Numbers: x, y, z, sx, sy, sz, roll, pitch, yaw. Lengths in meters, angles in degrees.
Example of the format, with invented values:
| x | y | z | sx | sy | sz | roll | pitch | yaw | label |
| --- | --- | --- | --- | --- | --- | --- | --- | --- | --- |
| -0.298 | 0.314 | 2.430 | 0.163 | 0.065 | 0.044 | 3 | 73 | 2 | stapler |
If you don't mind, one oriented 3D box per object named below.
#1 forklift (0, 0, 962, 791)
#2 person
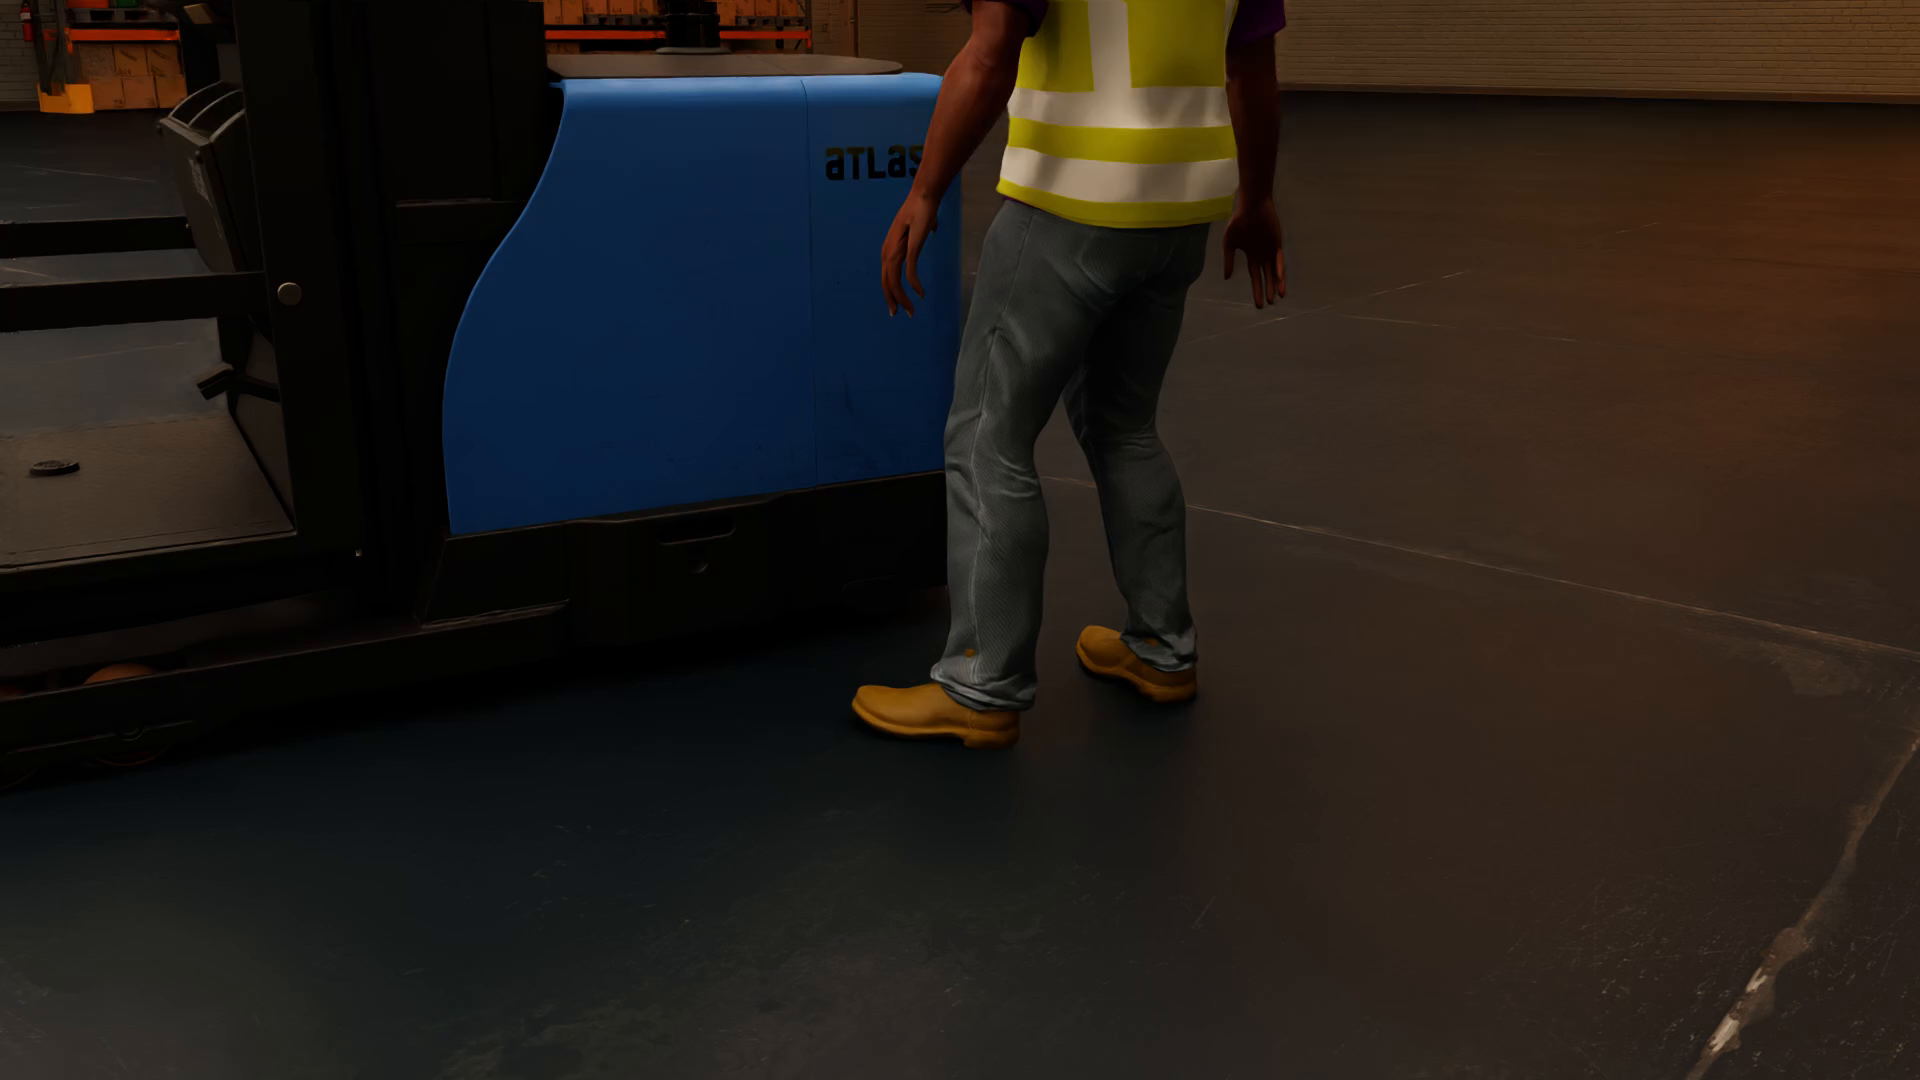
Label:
| x | y | z | sx | sy | sz | roll | pitch | yaw | label |
| --- | --- | --- | --- | --- | --- | --- | --- | --- | --- |
| -1.526 | -1.180 | 2.782 | 3.031 | 2.935 | 1.130 | -9 | 19 | -27 | forklift |
| 0.211 | -0.561 | 2.800 | 0.829 | 1.739 | 0.423 | -16 | 23 | -42 | person |
